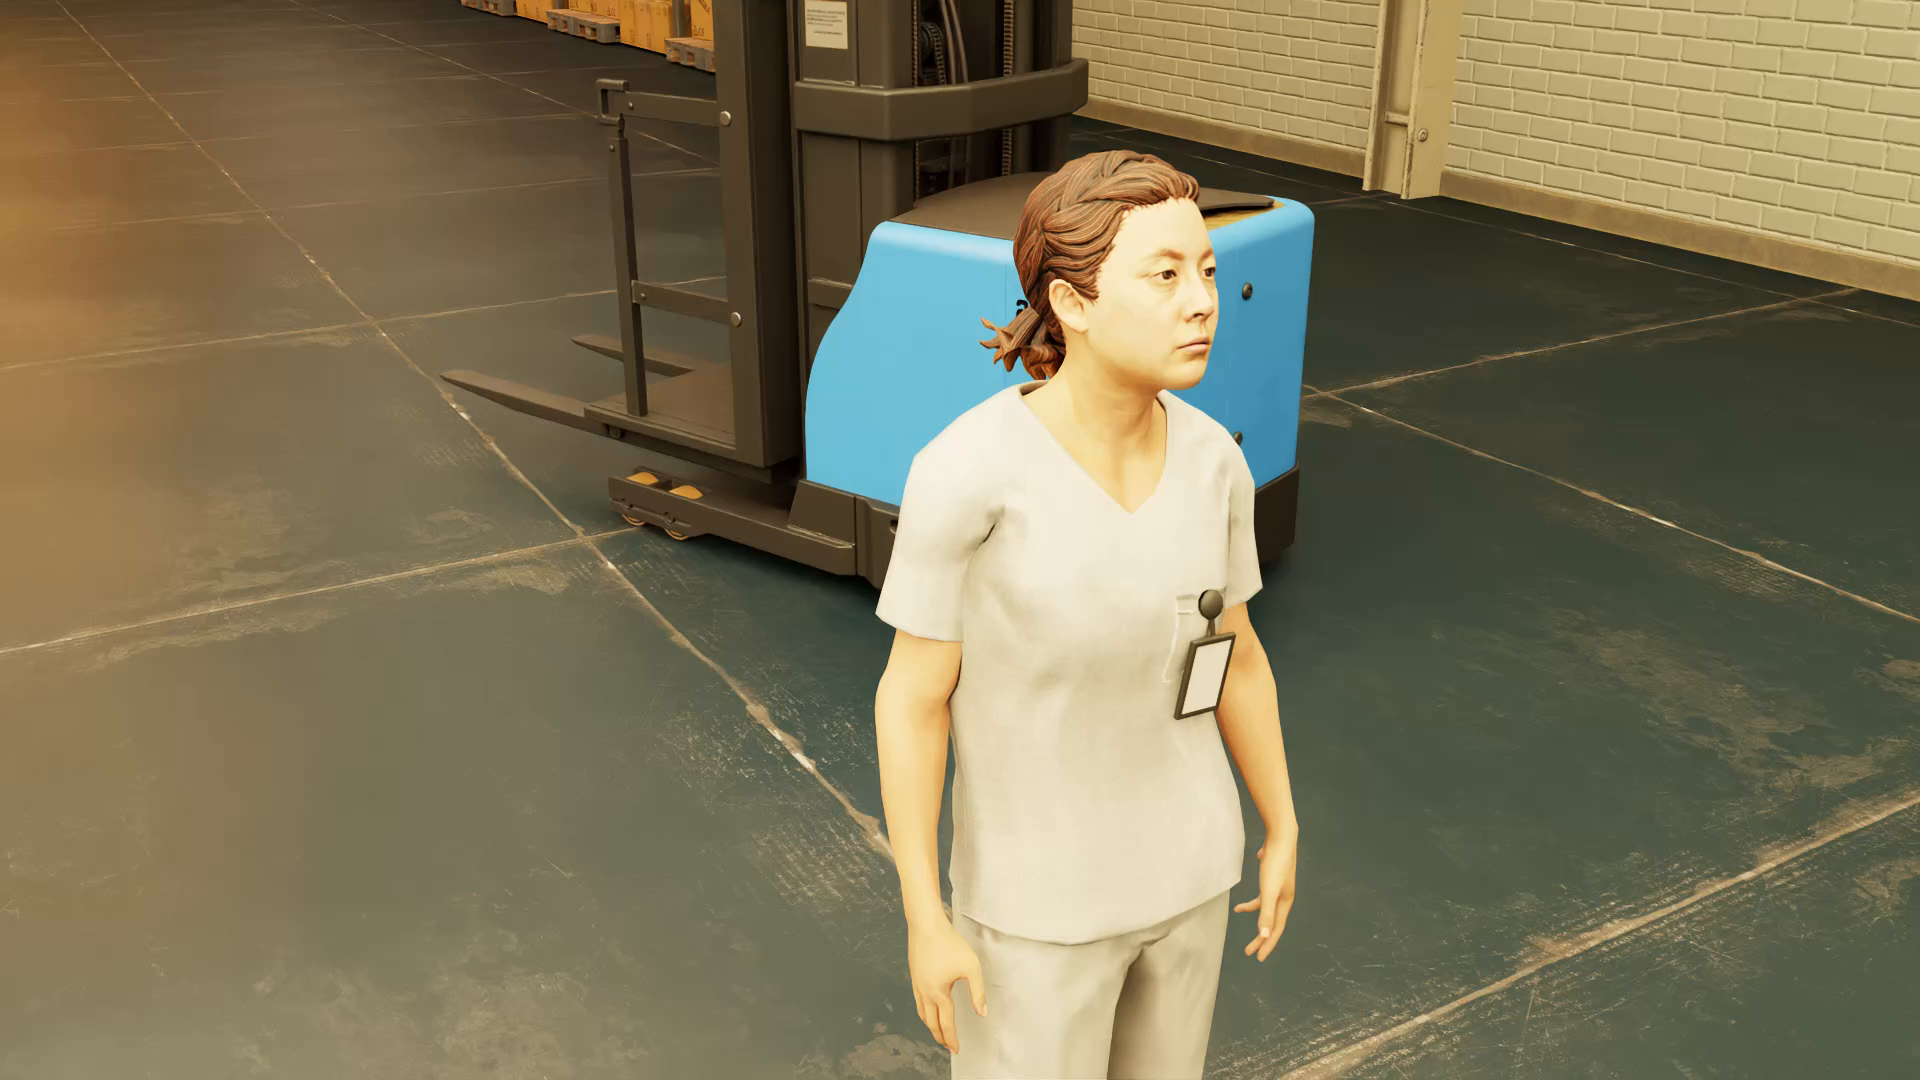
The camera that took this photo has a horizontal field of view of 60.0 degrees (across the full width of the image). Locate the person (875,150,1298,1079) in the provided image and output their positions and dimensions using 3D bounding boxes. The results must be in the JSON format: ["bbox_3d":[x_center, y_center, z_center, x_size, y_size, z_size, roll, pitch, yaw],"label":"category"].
[{"bbox_3d":[0.180,0.432,1.865,0.550,1.664,0.548,-12,25,-27],"label":"person"}]

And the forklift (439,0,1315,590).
[{"bbox_3d":[-0.481,-1.497,4.922,3.031,2.935,1.130,16,27,34],"label":"forklift"}]
